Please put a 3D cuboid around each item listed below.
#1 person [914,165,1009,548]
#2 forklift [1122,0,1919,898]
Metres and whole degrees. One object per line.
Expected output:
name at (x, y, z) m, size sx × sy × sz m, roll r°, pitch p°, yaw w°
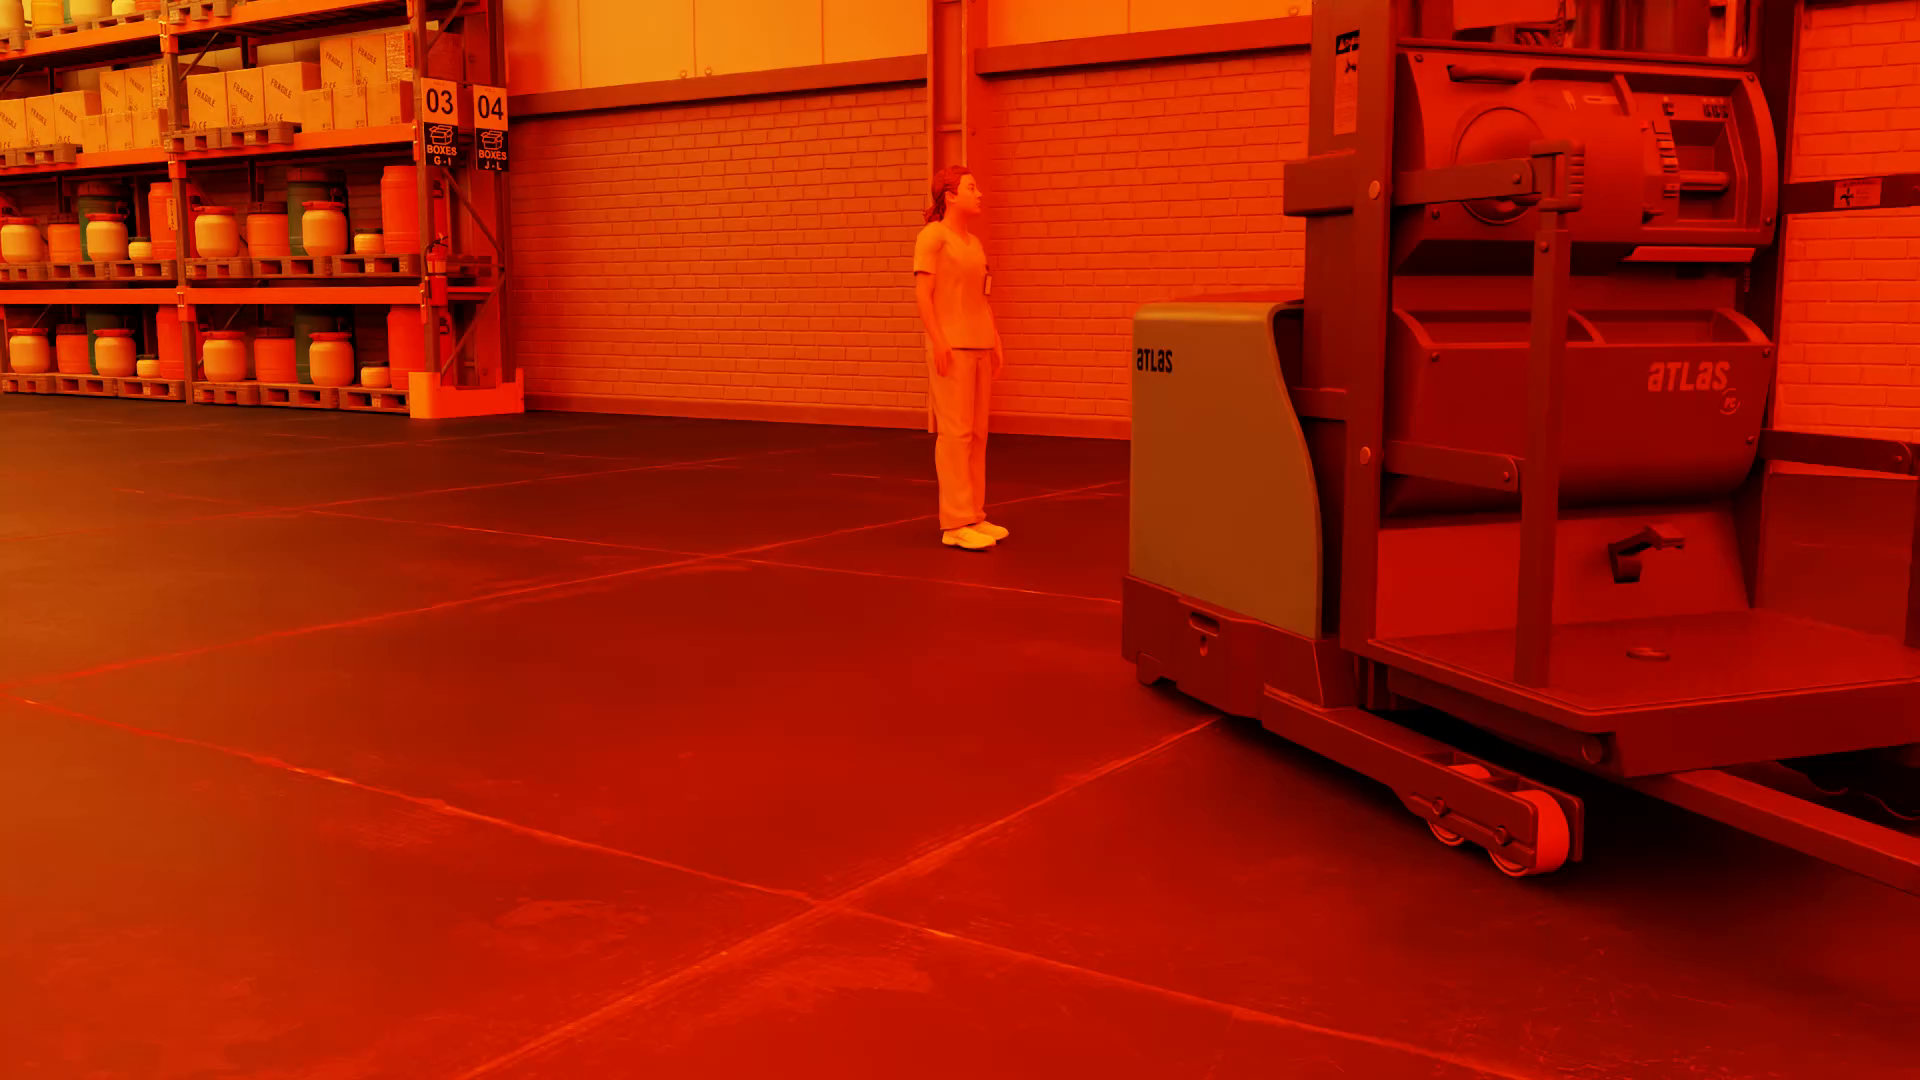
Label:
person at (0.053, -0.824, 7.434) m, size 0.549 × 1.664 × 0.550 m, roll 5°, pitch 10°, yaw 34°
forklift at (1.444, -0.880, 3.381) m, size 1.130 × 2.935 × 3.031 m, roll -3°, pitch 9°, yaw -20°
